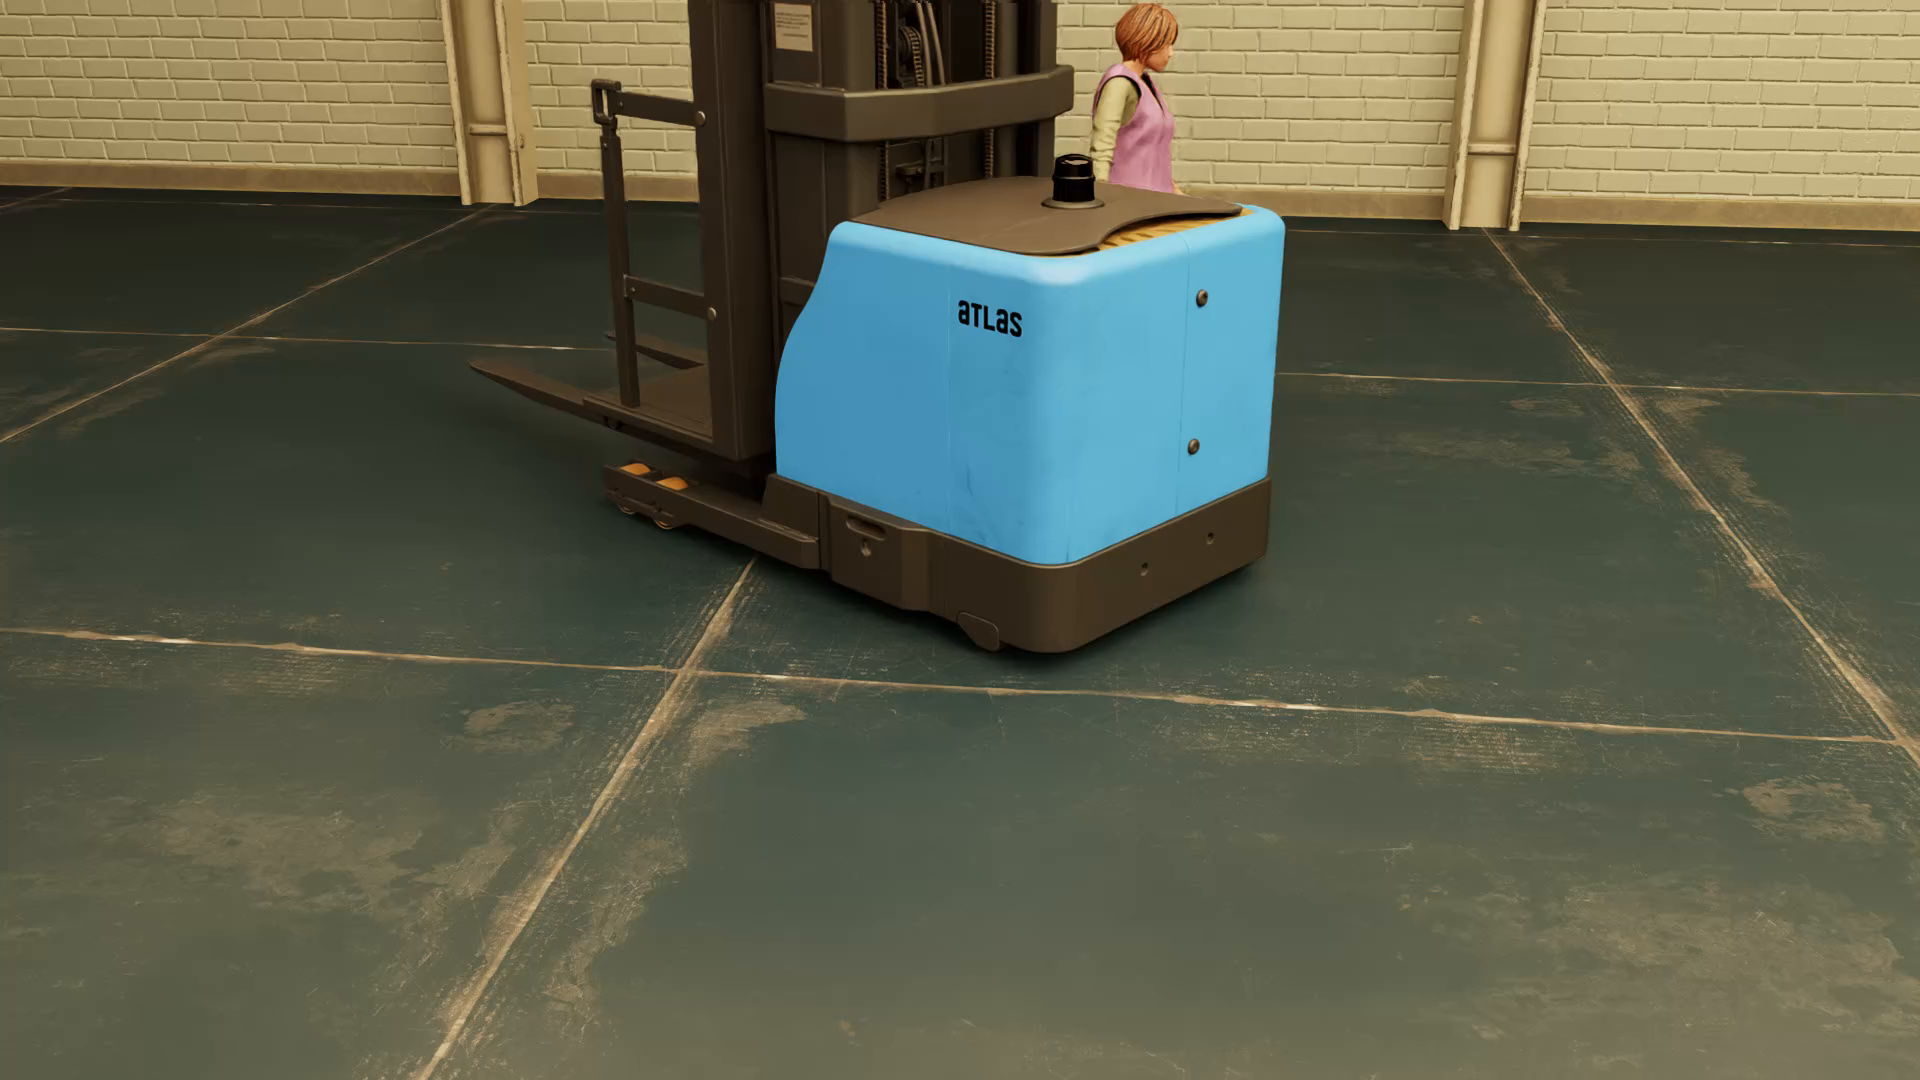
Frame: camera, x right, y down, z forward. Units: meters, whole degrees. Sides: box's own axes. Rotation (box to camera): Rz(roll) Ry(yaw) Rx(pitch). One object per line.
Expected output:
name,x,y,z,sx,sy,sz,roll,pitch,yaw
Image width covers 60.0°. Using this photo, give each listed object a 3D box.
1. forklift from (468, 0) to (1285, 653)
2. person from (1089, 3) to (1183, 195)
forklift,-0.510,-1.516,5.018,3.031,2.935,1.130,19,29,39
person,0.664,-1.202,6.184,0.486,1.499,0.775,9,24,22
